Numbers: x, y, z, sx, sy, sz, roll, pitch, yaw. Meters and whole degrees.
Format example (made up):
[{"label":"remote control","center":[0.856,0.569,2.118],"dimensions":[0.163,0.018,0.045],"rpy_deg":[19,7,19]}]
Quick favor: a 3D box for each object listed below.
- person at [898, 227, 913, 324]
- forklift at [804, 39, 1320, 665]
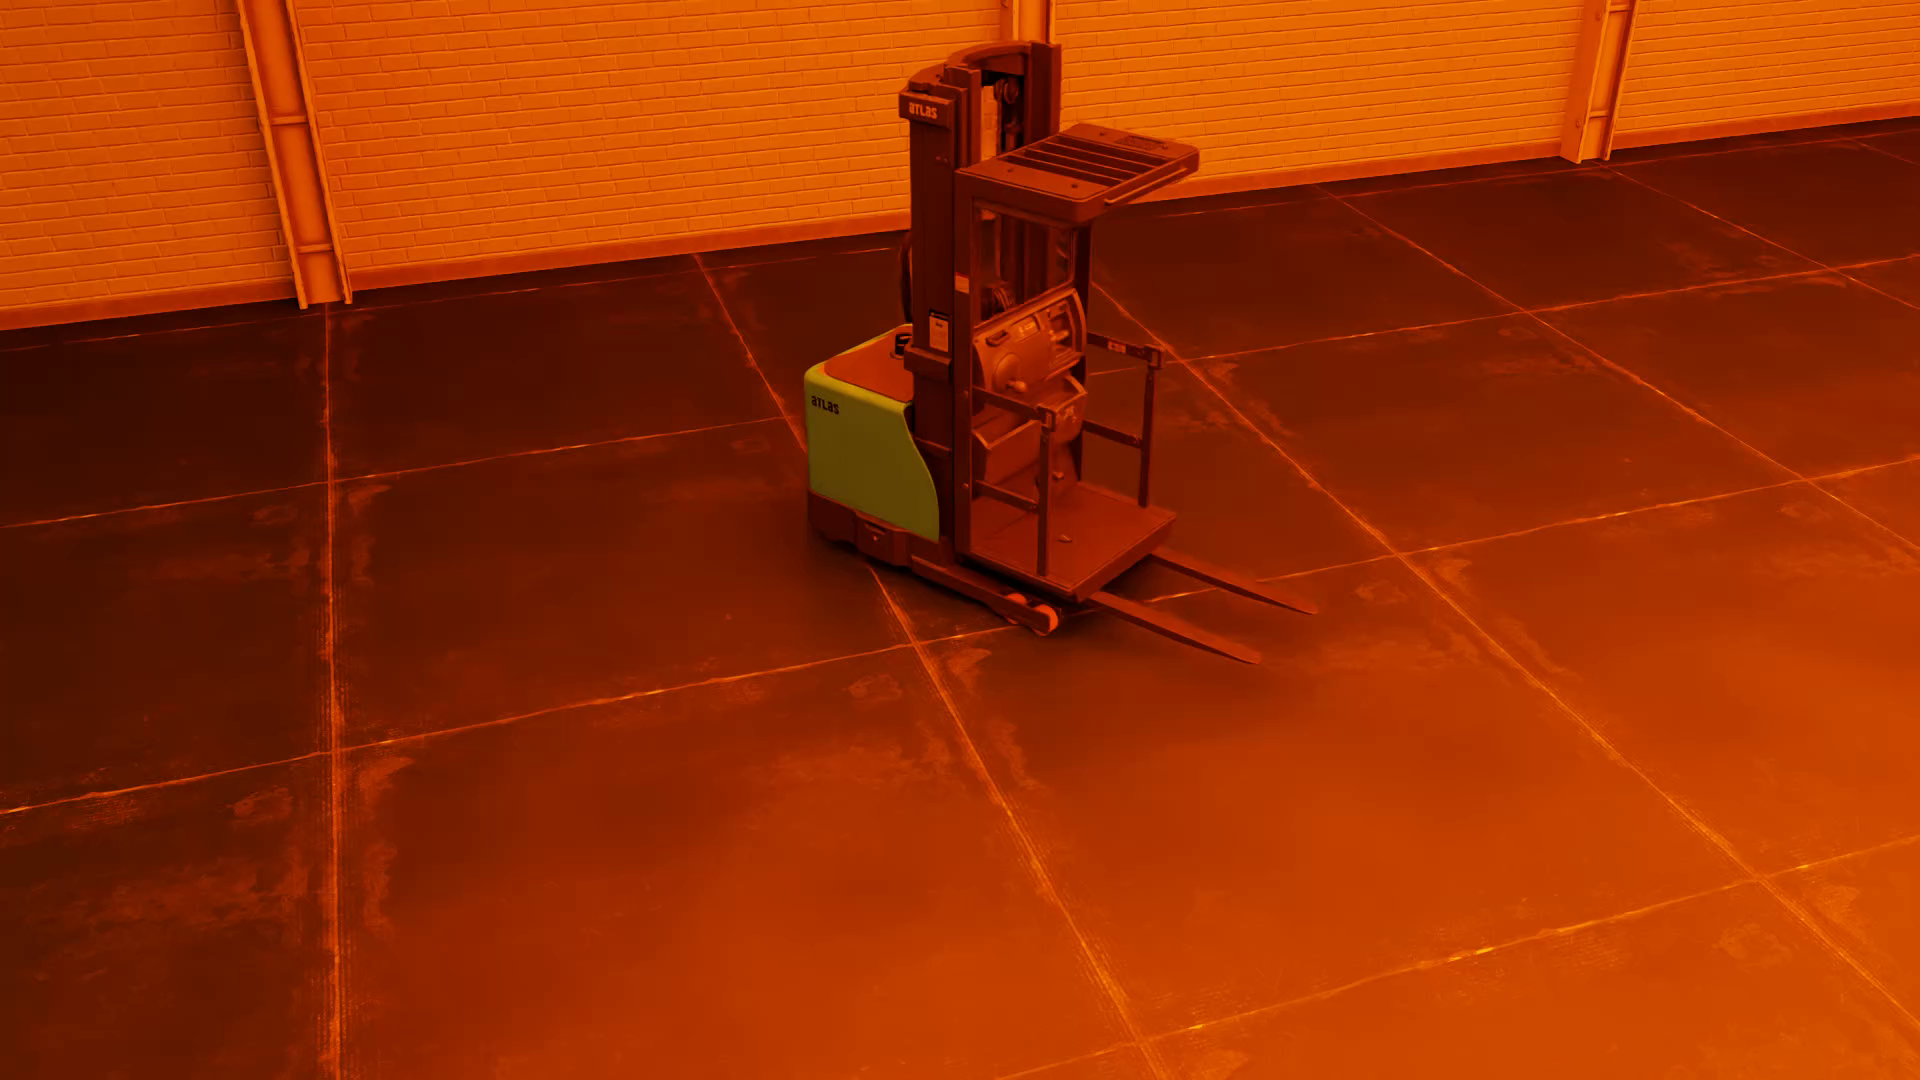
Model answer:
[{"label":"person","center":[-0.124,-1.469,10.941],"dimensions":[0.605,1.642,0.925],"rpy_deg":[-2,30,-4]},{"label":"forklift","center":[0.549,-1.046,8.905],"dimensions":[3.031,2.935,1.130],"rpy_deg":[22,36,33]}]
